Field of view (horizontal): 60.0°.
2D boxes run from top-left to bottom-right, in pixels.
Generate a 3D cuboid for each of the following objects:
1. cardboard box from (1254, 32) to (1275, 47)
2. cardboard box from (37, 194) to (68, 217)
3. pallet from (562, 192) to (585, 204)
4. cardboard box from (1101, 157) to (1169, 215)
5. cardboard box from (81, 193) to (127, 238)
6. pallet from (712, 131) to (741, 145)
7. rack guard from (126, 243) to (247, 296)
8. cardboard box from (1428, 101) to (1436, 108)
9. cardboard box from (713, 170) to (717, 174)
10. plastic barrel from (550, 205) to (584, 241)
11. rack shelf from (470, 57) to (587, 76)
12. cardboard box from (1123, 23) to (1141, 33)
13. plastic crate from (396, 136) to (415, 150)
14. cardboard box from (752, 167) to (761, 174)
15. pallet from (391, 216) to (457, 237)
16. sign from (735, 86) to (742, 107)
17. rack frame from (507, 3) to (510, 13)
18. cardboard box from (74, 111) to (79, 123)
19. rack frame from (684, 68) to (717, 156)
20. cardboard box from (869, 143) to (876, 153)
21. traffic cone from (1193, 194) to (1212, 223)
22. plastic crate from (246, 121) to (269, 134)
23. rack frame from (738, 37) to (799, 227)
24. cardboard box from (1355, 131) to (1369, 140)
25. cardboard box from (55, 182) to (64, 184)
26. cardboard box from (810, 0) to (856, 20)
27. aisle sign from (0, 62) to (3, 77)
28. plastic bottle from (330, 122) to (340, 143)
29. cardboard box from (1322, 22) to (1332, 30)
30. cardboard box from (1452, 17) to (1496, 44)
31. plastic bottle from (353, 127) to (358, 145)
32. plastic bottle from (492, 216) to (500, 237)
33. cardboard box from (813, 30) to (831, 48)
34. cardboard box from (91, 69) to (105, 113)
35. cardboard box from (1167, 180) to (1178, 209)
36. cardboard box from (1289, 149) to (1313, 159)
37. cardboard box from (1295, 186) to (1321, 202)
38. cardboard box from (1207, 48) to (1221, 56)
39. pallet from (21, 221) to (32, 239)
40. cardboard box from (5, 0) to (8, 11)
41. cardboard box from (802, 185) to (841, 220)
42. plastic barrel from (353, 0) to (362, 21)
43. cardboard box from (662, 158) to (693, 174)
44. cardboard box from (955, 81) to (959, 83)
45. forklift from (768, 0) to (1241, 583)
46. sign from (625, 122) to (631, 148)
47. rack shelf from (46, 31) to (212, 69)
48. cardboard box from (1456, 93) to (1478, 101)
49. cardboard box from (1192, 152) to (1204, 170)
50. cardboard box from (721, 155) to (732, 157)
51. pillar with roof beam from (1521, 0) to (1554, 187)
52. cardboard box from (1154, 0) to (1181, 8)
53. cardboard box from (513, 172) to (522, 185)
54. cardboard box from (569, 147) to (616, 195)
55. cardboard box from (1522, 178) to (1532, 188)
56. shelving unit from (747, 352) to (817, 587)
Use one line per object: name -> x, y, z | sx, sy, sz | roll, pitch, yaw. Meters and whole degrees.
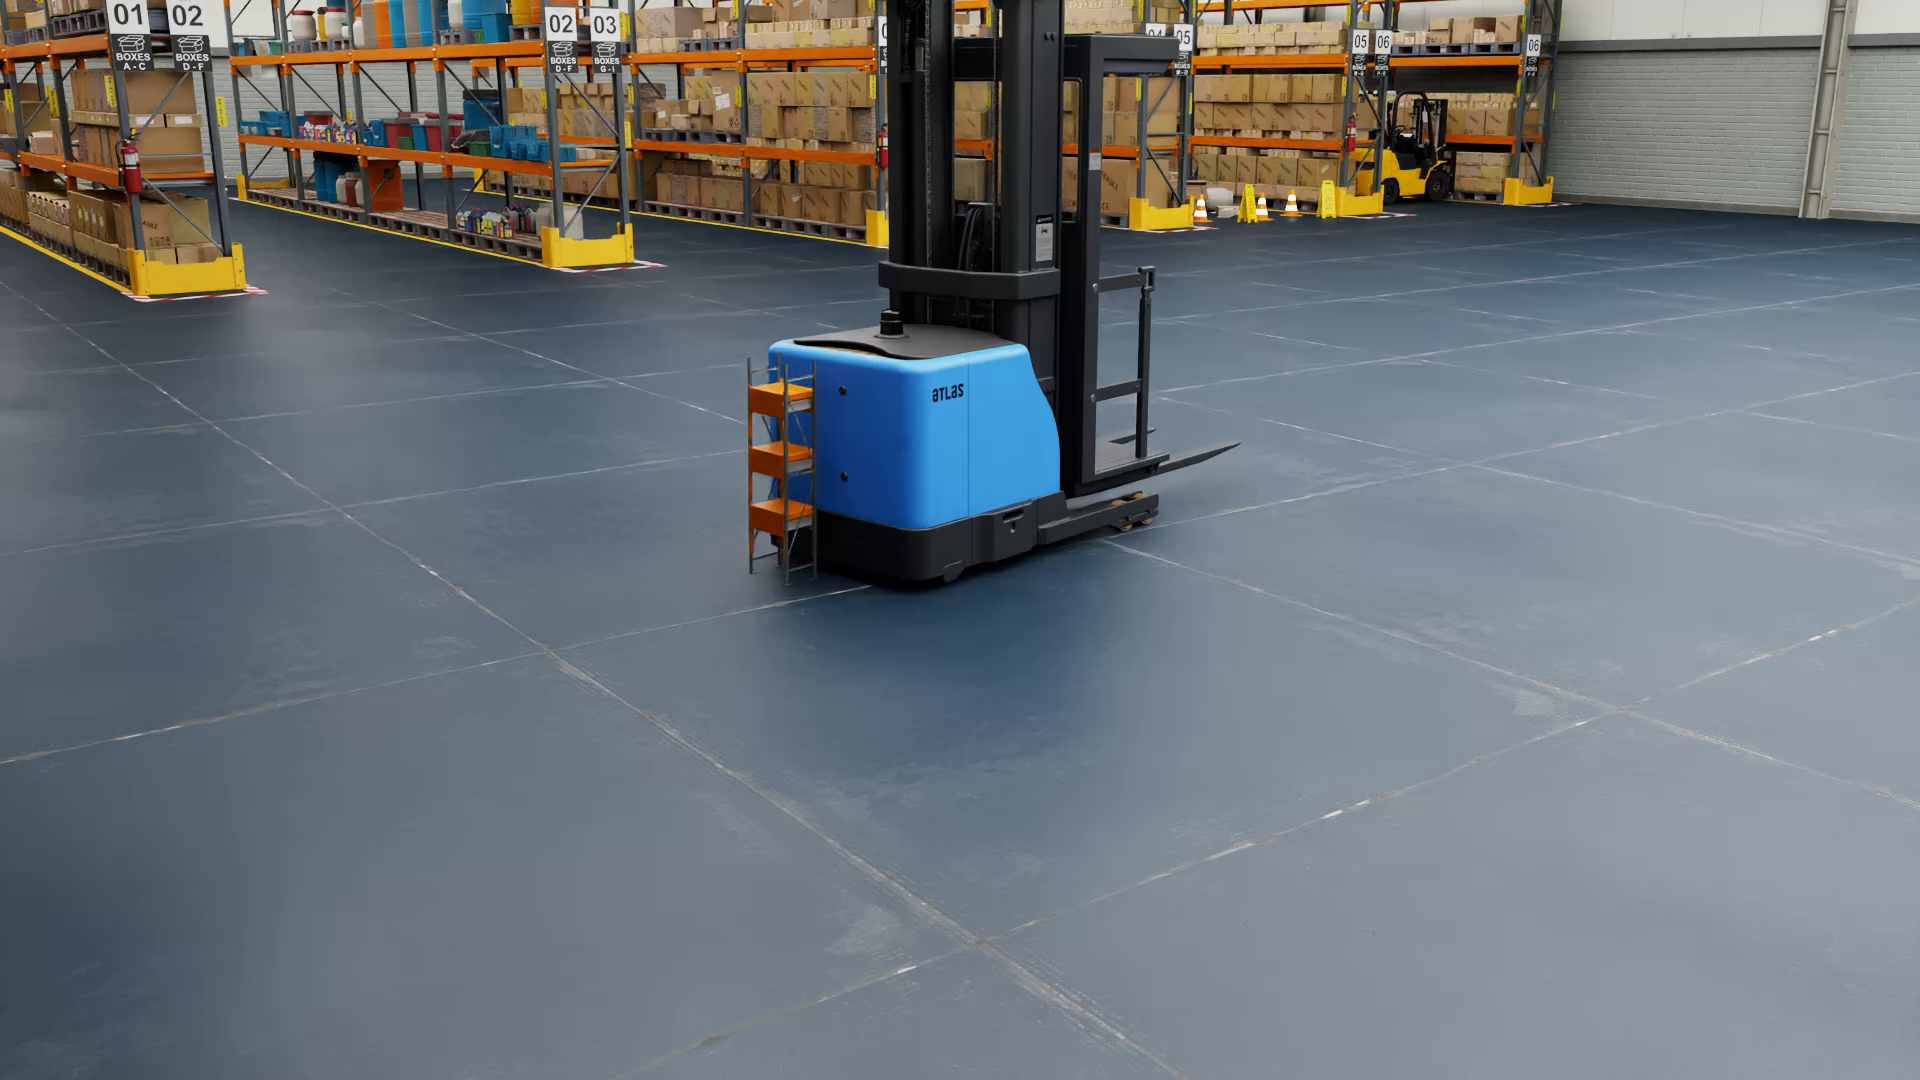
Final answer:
cardboard box -> 5.816, -9.280, 30.838 | 0.500, 0.250, 0.500 | -11, 19, -34
cardboard box -> -12.814, -4.772, 23.680 | 0.500, 0.311, 0.500 | -11, 19, -36
pallet -> -7.320, -6.896, 33.371 | 1.003, 0.211, 1.213 | -11, 19, -35
cardboard box -> 2.841, -5.892, 27.650 | 0.875, 0.875, 0.875 | -11, 19, -34
cardboard box -> -10.538, -4.025, 20.594 | 0.500, 0.500, 0.500 | -11, 19, -35
pallet -> -3.462, -6.779, 28.024 | 1.003, 0.211, 1.213 | -11, 19, -35
rack guard -> -8.780, -3.084, 18.896 | 1.175, 0.500, 0.348 | -11, 19, -35
cardboard box -> 9.766, -8.914, 34.044 | 0.380, 0.149, 0.250 | -11, 19, -36
cardboard box -> -5.632, -8.495, 38.538 | 0.380, 0.149, 0.250 | -11, 19, -34
plastic barrel -> -5.234, -4.194, 22.134 | 0.421, 0.512, 0.421 | 0, 15, 0
rack shelf -> -9.010, -9.921, 34.821 | 1.077, 0.370, 4.000 | -11, 19, -35
cardboard box -> 2.823, -8.174, 26.569 | 0.380, 0.149, 0.250 | -11, 19, -35
plastic crate -> -8.389, -6.142, 25.738 | 0.450, 0.188, 0.662 | -11, 19, -35
cardboard box -> -4.374, -8.187, 36.847 | 0.380, 0.149, 0.250 | -12, 19, -37
pallet -> -8.352, -4.994, 26.423 | 1.003, 0.211, 1.213 | -11, 19, -35
sign -> -3.577, -7.157, 26.850 | 0.100, 0.325, 0.005 | -11, 19, -35
rack frame -> -10.186, -12.141, 35.891 | 1.000, 3.000, 0.127 | -11, 19, -35
cardboard box -> -10.997, -5.369, 21.091 | 0.380, 0.149, 0.250 | -11, 19, -34
rack frame -> -6.115, -9.996, 39.417 | 1.000, 3.000, 0.127 | -11, 19, -35
cardboard box -> -1.113, -5.739, 24.338 | 0.380, 0.149, 0.250 | -11, 19, -35
traffic cone -> 4.129, -5.690, 28.488 | 0.336, 0.463, 0.334 | -11, 19, -35
plastic crate -> -13.927, -8.183, 32.995 | 0.416, 0.233, 0.300 | -11, 19, -35
rack frame -> -3.131, -6.685, 27.320 | 1.000, 3.000, 0.127 | -11, 19, -35
cardboard box -> 7.205, -7.353, 30.235 | 0.380, 0.149, 0.250 | -11, 19, -34
cardboard box -> -14.749, -5.588, 27.214 | 0.500, 0.500, 0.500 | -11, 19, -34
cardboard box -> -1.895, -8.003, 24.751 | 0.500, 0.500, 0.500 | -11, 19, -35
aisle sign -> -17.994, -9.027, 30.951 | 0.394, 0.787, 0.004 | -11, 19, -35
plastic bottle -> -10.804, -7.052, 28.752 | 0.144, 0.351, 0.185 | -11, 19, -35
cardboard box -> 6.679, -9.167, 29.671 | 0.380, 0.149, 0.250 | -10, 18, -34
cardboard box -> 10.271, -10.177, 33.223 | 0.700, 0.500, 0.500 | -11, 19, -34
plastic bottle -> -10.072, -6.735, 27.721 | 0.061, 0.283, 0.133 | -11, 19, -35
plastic bottle -> -6.427, -4.373, 23.197 | 0.152, 0.276, 0.135 | -11, 19, -36
cardboard box -> -1.858, -7.486, 24.848 | 0.500, 0.250, 0.500 | -10, 18, -33
cardboard box -> -9.994, -5.407, 20.003 | 0.700, 0.500, 0.500 | -11, 19, -34
cardboard box -> 3.600, -6.411, 30.791 | 0.797, 0.637, 0.503 | -11, 19, -35
cardboard box -> 6.285, -7.119, 30.668 | 0.380, 0.149, 0.250 | -10, 18, -33
cardboard box -> 6.530, -6.382, 30.624 | 0.500, 0.250, 0.500 | -11, 19, -35
cardboard box -> 4.977, -9.380, 31.958 | 0.380, 0.149, 0.250 | -11, 19, -34
pallet -> -13.906, -4.823, 25.798 | 1.003, 0.211, 1.213 | -11, 19, -35
cardboard box -> -14.349, -8.292, 25.424 | 0.500, 0.500, 0.500 | -11, 19, -35
cardboard box -> -2.156, -5.349, 26.378 | 0.500, 0.500, 0.500 | -13, 20, -39
plastic barrel -> -9.820, -8.749, 27.569 | 0.600, 0.830, 0.708 | -11, 19, -35
cardboard box -> -5.064, -6.769, 30.108 | 0.500, 0.250, 0.500 | -10, 18, -32
cardboard box -> -0.257, -10.792, 39.011 | 0.380, 0.149, 0.250 | -11, 19, -36
forklift -> 0.414, -1.537, 8.641 | 1.130, 2.935, 3.031 | 13, 20, 40
sign -> -4.337, -5.280, 21.663 | 0.100, 0.325, 0.005 | -11, 19, -35
rack shelf -> -9.970, -5.821, 19.844 | 1.077, 0.370, 4.000 | -11, 19, -35
cardboard box -> 10.194, -8.892, 33.400 | 0.380, 0.149, 0.250 | -10, 18, -33
cardboard box -> 5.838, -9.011, 39.758 | 0.500, 0.500, 0.500 | -11, 19, -35
cardboard box -> -5.497, -8.974, 39.161 | 0.380, 0.149, 0.250 | -10, 18, -33
pillar with roof beam -> 8.088, -10.655, 30.458 | 9.100, 9.000, 0.400 | -11, 19, -35
cardboard box -> 3.354, -8.661, 26.838 | 0.380, 0.149, 0.250 | -11, 19, -34
cardboard box -> -9.210, -8.107, 35.744 | 0.875, 0.875, 0.875 | -11, 19, -35
cardboard box -> -6.916, -7.247, 32.602 | 1.225, 0.875, 0.875 | -12, 19, -36
cardboard box -> 11.120, -7.152, 33.439 | 0.500, 0.250, 0.500 | -11, 19, -34
shelving unit -> -0.830, -0.330, 7.778 | 0.252, 1.050, 0.215 | 15, 21, 39
